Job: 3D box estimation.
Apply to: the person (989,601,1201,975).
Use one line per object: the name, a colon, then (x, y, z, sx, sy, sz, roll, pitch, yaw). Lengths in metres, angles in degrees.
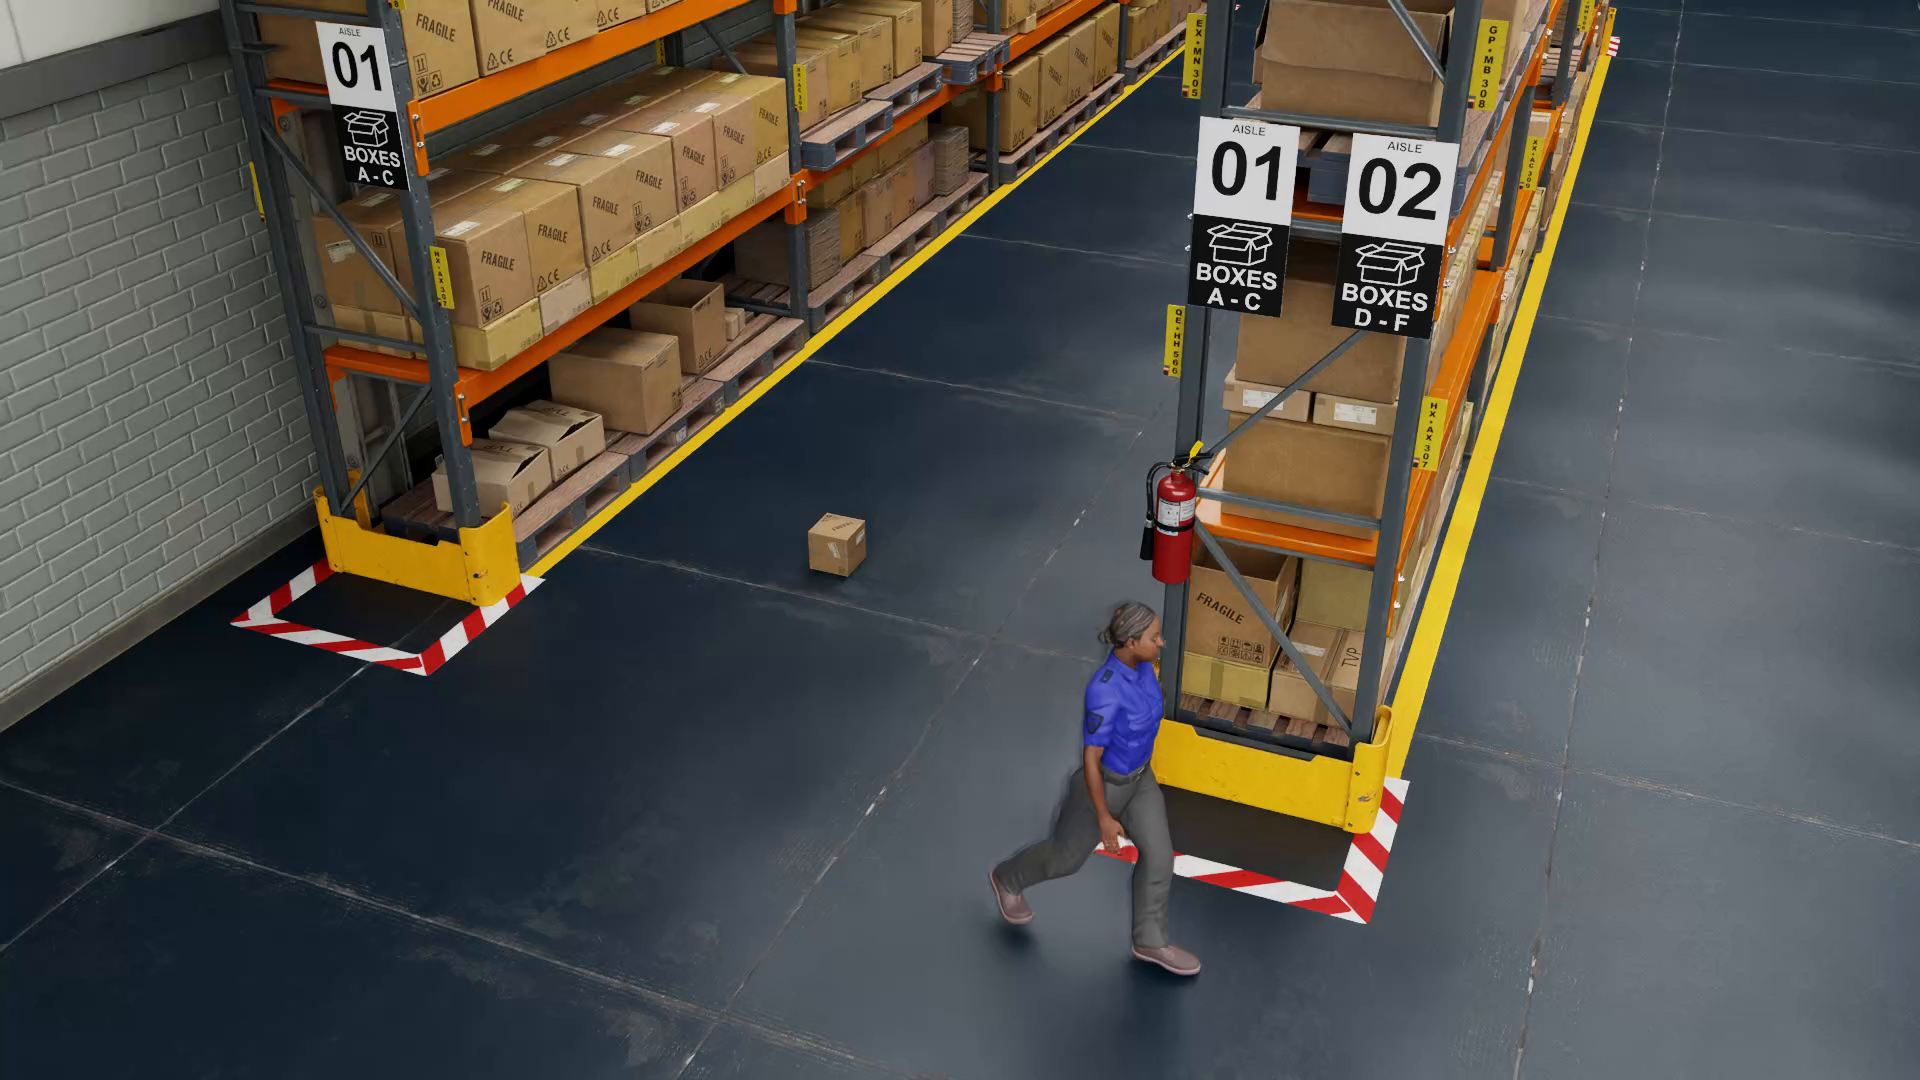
person: (0.578, 0.974, 6.696, 0.955, 1.613, 0.524, 20, 35, 30)
